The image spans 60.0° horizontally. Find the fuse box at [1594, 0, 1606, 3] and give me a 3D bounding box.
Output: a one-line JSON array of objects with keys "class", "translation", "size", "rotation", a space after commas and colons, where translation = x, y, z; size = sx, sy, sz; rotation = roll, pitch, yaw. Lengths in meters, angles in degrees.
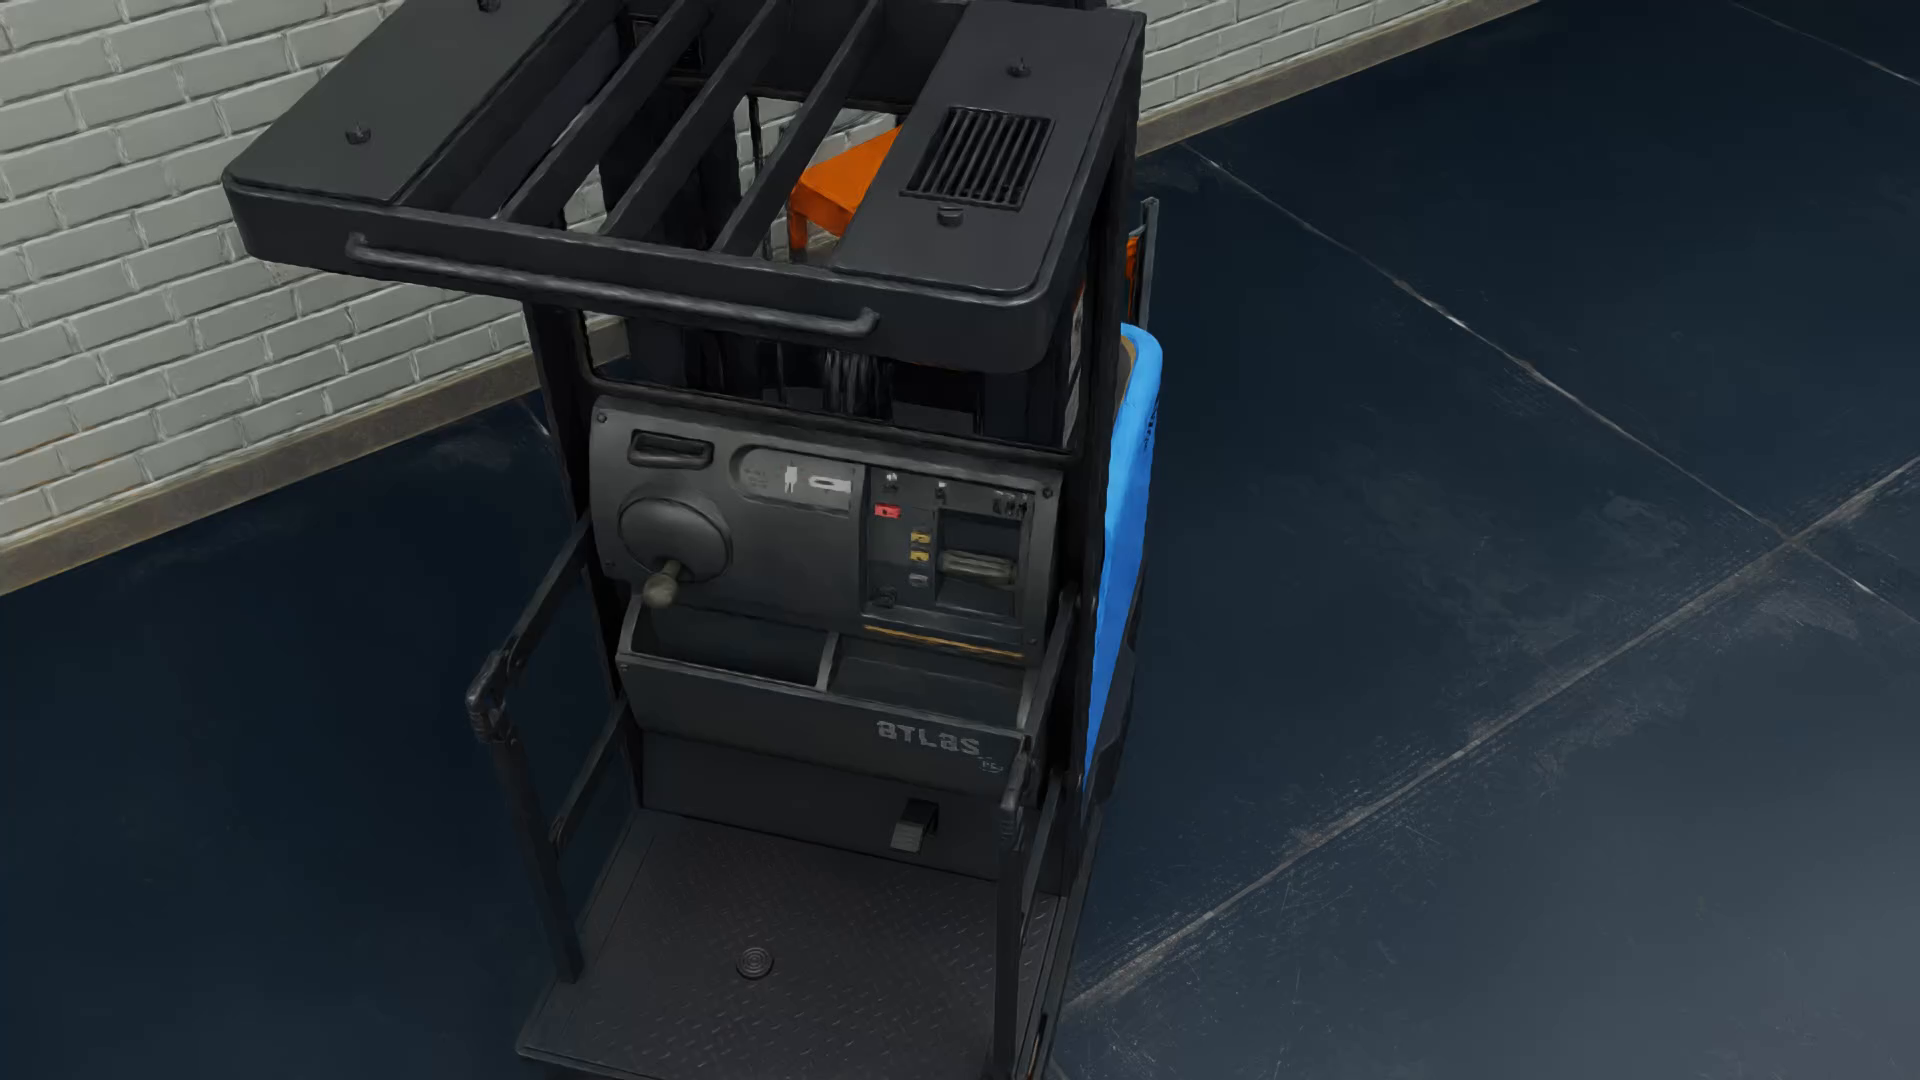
[{"class": "fuse box", "translation": [3.099, -3.199, 7.361], "size": [0.539, 1.711, 0.414], "rotation": [-26, 49, -24]}]

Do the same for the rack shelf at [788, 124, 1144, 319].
[{"class": "rack shelf", "translation": [0.010, -0.886, 4.940], "size": [0.538, 0.278, 1.000], "rotation": [-34, 53, -30]}]

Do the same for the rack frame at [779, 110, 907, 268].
[{"class": "rack frame", "translation": [-0.342, -0.928, 5.407], "size": [0.500, 1.125, 0.032], "rotation": [-34, 53, -30]}]

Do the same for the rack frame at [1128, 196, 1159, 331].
[{"class": "rack frame", "translation": [0.362, -0.422, 4.877], "size": [0.500, 1.125, 0.032], "rotation": [-34, 53, -30]}]

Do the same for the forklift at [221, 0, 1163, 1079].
[{"class": "forklift", "translation": [-0.323, 0.074, 3.050], "size": [1.130, 2.935, 3.031], "rotation": [10, 45, 10]}]

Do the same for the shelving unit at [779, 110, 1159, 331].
[{"class": "shelving unit", "translation": [0.010, -0.675, 5.142], "size": [0.538, 1.125, 1.048], "rotation": [-34, 53, -30]}]
